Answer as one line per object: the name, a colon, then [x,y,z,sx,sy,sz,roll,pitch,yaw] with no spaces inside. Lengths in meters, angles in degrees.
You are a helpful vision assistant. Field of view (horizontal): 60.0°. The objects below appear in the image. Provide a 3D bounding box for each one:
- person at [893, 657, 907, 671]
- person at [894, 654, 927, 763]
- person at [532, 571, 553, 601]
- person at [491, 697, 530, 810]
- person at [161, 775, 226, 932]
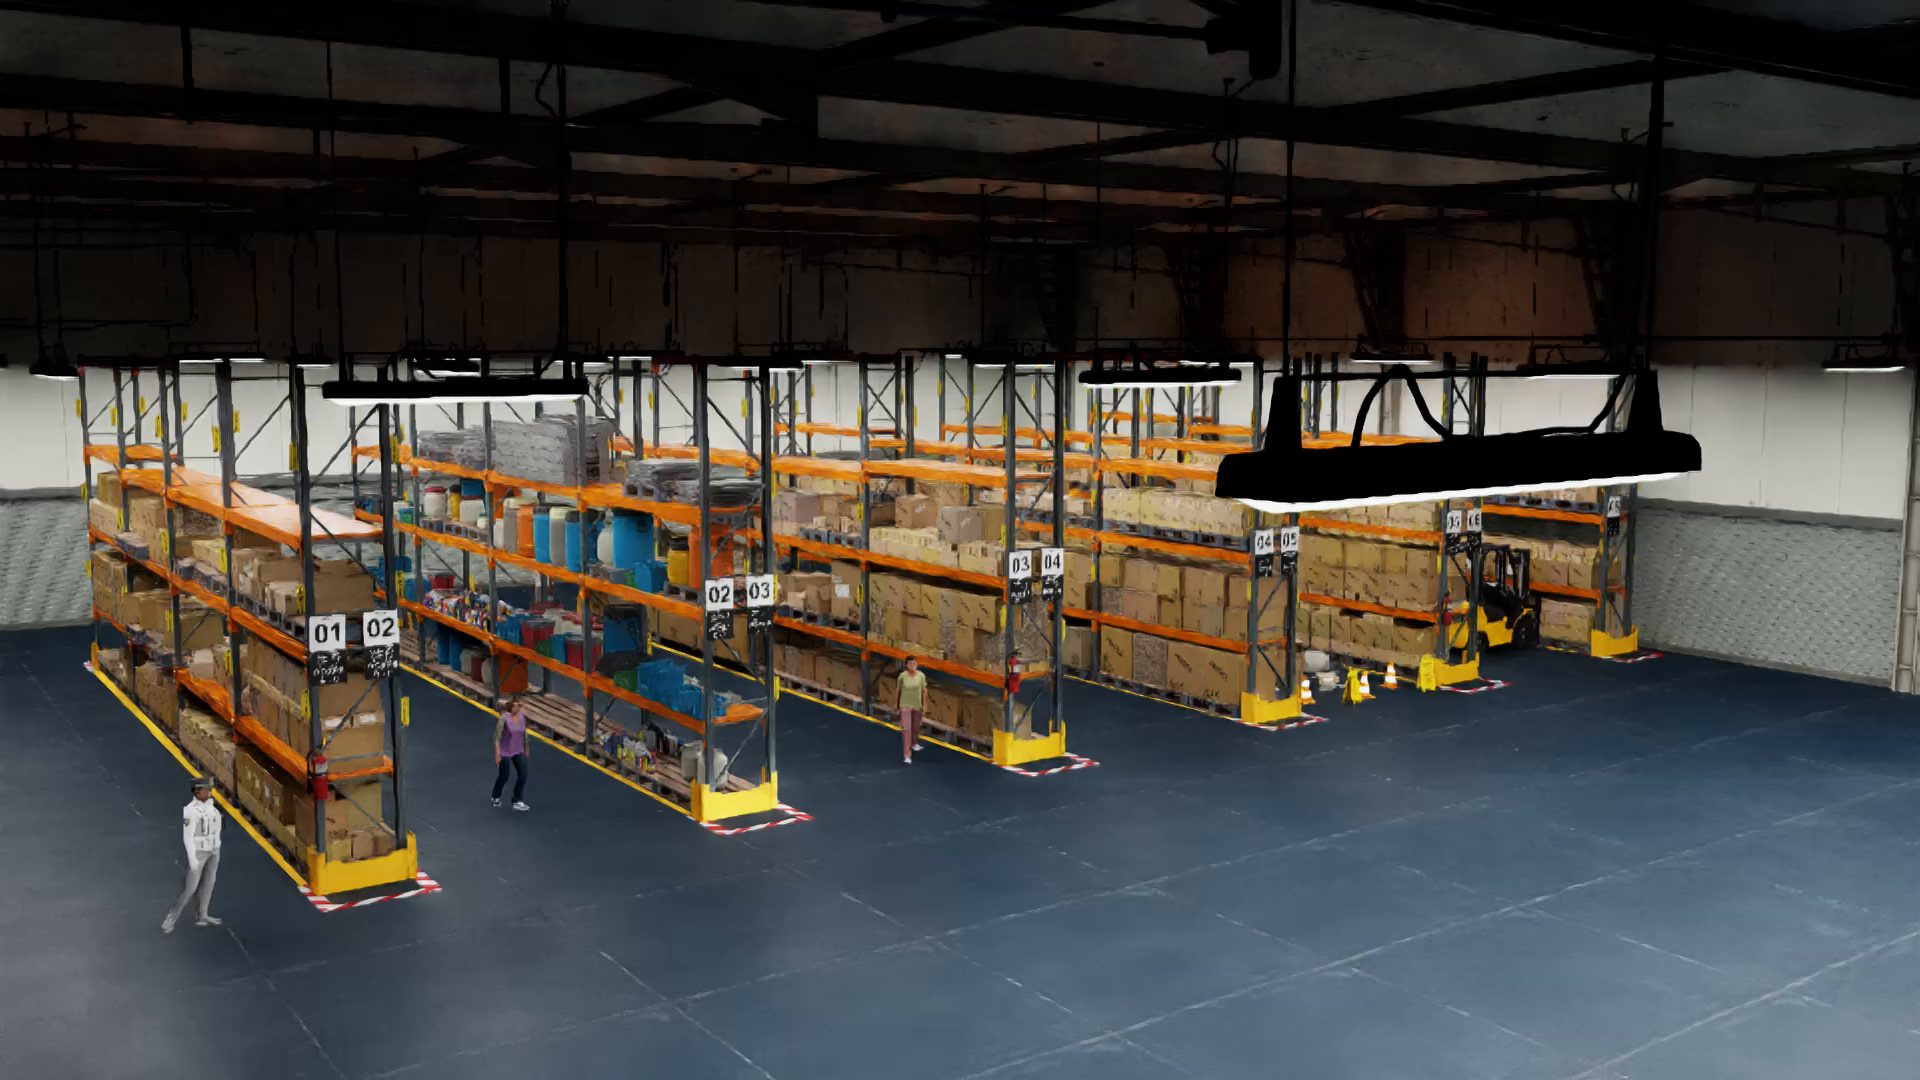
person: [-1.018,1.833,30.507,0.453,1.613,1.019,-5,9,-36]
person: [-0.732,2.496,25.080,0.490,1.609,0.954,-2,7,-15]
person: [-9.230,0.996,36.804,0.676,1.769,0.523,6,9,41]
person: [-6.095,2.850,22.416,0.544,1.562,0.614,-7,10,-44]
person: [-8.232,3.359,17.809,0.500,1.662,0.670,2,7,13]
